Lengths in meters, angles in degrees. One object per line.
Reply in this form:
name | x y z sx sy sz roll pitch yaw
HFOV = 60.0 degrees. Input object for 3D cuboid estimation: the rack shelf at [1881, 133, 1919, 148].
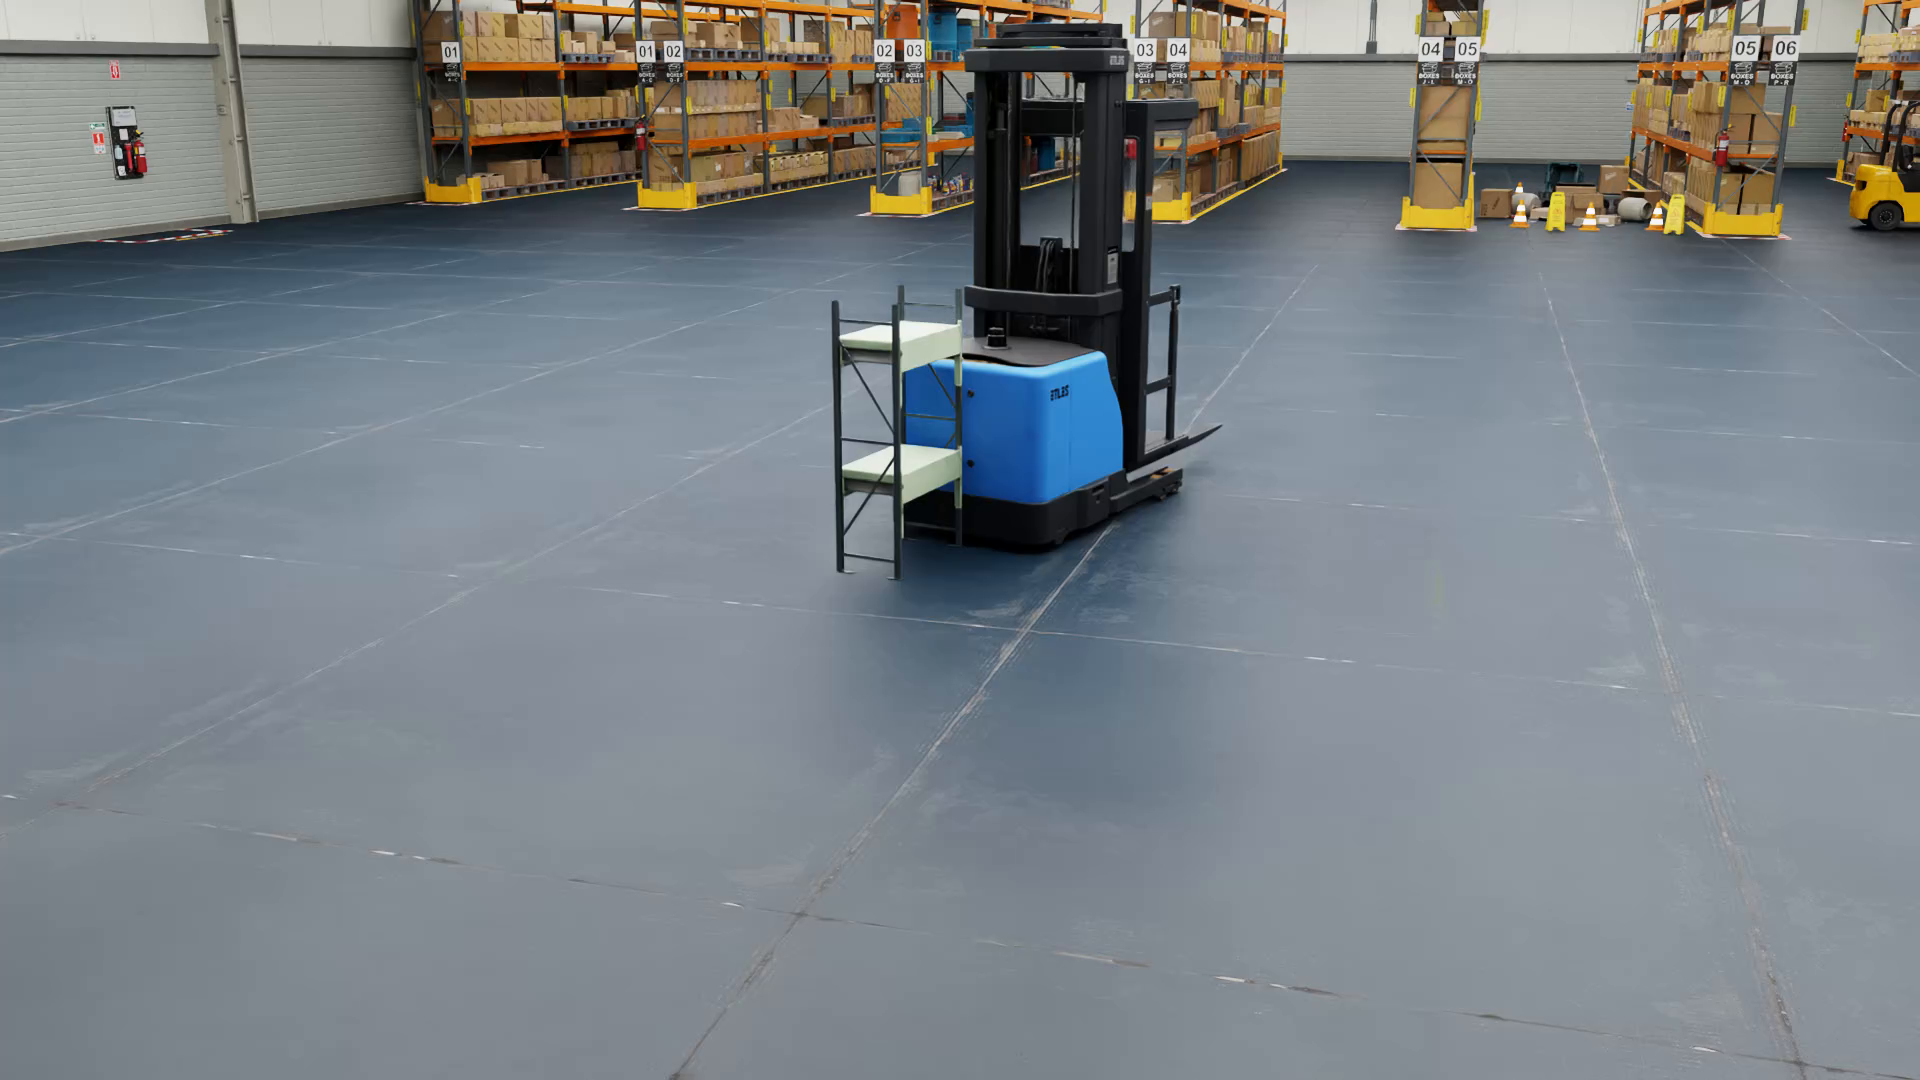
rack shelf | 20.739 -8.476 35.532 1.077 0.370 4.000 5 16 16

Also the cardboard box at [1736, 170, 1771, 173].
cardboard box | 13.782 -6.162 28.953 0.500 0.500 0.500 4 16 14

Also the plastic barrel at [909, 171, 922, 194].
plastic barrel | -0.857 -7.056 33.000 0.421 0.512 0.421 0 16 0

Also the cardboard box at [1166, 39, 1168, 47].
cardboard box | 3.936 -8.975 30.021 0.380 0.149 0.250 5 16 15

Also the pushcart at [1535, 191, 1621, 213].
pushcart | 12.074 -6.538 32.189 1.648 0.377 0.936 -1 16 -3

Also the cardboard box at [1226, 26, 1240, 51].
cardboard box | 5.723 -10.775 35.724 0.500 0.500 0.500 5 17 17

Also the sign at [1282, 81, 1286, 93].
sign | 8.699 -12.169 44.680 0.100 0.325 0.005 5 16 16

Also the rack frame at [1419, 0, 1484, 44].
rack frame | 8.363 -9.833 28.005 1.000 3.000 0.127 5 16 16

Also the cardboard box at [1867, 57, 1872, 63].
cardboard box | 21.755 -11.386 39.437 0.380 0.149 0.250 5 16 16

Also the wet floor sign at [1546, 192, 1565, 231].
wet floor sign | 10.253 -5.653 28.577 0.267 0.644 0.232 2 16 6

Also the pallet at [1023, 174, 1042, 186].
pallet | 1.345 -8.703 40.126 1.003 0.211 1.213 5 16 16

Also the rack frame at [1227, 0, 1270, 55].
rack frame | 7.046 -13.384 40.523 1.000 3.000 0.127 5 16 16

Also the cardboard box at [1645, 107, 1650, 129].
cardboard box | 16.434 -9.918 39.117 0.500 0.500 0.500 5 17 16

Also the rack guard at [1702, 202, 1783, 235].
rack guard | 13.159 -5.407 27.975 1.175 0.500 0.348 5 16 16

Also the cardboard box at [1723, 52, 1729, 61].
cardboard box | 13.010 -8.094 27.833 0.380 0.149 0.250 5 17 16

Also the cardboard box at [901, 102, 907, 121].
cardboard box | -1.758 -11.692 45.370 0.500 0.500 0.500 5 16 16

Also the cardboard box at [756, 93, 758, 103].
cardboard box | -6.396 -12.515 47.906 0.980 0.700 0.700 4 16 15

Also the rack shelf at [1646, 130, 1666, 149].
rack shelf | 15.979 -8.860 36.886 1.077 0.370 4.000 5 16 16

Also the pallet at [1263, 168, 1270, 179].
pallet | 7.337 -9.349 42.402 1.003 0.211 1.213 5 16 16

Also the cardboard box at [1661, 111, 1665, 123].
cardboard box | 15.447 -9.132 35.885 0.500 0.250 0.500 4 16 14

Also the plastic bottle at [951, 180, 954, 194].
plastic bottle | -0.173 -7.207 33.935 0.097 0.271 0.097 0 16 0

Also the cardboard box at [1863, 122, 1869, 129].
cardboard box | 21.619 -9.802 39.351 0.380 0.149 0.250 5 17 17

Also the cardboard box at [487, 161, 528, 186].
cardboard box | -9.910 -8.031 36.420 0.700 0.500 0.500 4 16 12

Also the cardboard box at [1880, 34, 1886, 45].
cardboard box | 21.508 -11.516 38.248 0.500 0.250 0.500 5 17 17

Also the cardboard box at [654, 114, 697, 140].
cardboard box | -5.716 -8.296 33.399 0.700 0.500 0.500 5 16 16

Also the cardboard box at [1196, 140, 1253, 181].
cardboard box | 6.125 -8.810 38.516 1.225 0.875 0.875 4 16 13

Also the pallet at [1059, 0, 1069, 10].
pallet | 2.092 -13.265 41.186 1.003 0.211 1.213 5 16 16

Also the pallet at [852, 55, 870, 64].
pallet | -2.995 -12.182 42.130 1.213 0.211 1.003 5 16 16

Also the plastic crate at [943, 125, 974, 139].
plastic crate | -0.030 -8.406 34.242 0.499 0.251 0.616 5 16 16

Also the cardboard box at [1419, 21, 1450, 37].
cardboard box | 8.234 -8.861 28.851 0.500 0.250 0.500 5 17 17

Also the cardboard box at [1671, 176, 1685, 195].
cardboard box | 14.818 -7.082 33.345 0.950 0.372 0.625 5 17 18

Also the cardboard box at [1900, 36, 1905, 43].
cardboard box | 20.682 -10.878 36.149 0.380 0.149 0.250 4 16 15

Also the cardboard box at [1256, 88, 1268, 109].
cardboard box | 7.427 -11.035 41.591 0.500 0.500 0.500 5 16 16

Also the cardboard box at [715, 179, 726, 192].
cardboard box | -5.214 -7.391 34.660 0.500 0.250 0.500 5 16 16

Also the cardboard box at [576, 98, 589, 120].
cardboard box | -9.132 -10.093 38.926 0.700 0.500 0.500 6 17 22

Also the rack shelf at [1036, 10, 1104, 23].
rack shelf | 2.866 -13.752 43.875 1.077 0.370 4.000 5 16 16

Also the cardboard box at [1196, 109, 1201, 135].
cardboard box | 4.182 -8.088 32.120 0.875 0.500 0.500 5 16 16

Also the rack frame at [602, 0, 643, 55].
rack frame | -8.338 -13.489 40.896 1.000 3.000 0.127 5 16 16

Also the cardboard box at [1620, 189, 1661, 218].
cardboard box | 12.665 -6.260 30.978 0.500 0.500 0.500 -10 19 -32

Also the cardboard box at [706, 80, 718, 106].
cardboard box | -5.414 -9.204 34.222 0.700 0.500 0.500 5 16 16

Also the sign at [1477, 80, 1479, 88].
sign | 13.436 -11.794 43.211 0.100 0.325 0.005 5 16 16

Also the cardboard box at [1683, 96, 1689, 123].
cardboard box | 14.477 -8.432 32.563 0.500 0.500 0.500 5 17 18

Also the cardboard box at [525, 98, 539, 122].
cardboard box | -9.602 -9.445 36.497 0.500 0.500 0.500 4 16 14

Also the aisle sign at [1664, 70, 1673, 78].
aisle sign | 18.002 -12.021 41.949 0.394 0.787 0.004 5 16 16

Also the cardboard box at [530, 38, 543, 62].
cardboard box | -9.537 -10.775 36.604 0.500 0.500 0.500 3 16 11

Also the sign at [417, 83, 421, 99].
sign | -11.138 -9.268 34.305 0.100 0.325 0.005 5 16 16

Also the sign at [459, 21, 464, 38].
sign | -10.091 -10.332 33.659 0.100 0.325 0.005 5 16 16

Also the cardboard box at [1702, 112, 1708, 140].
cardboard box | 13.482 -7.336 29.469 0.500 0.500 0.500 5 17 17

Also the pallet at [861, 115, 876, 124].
pallet | -2.783 -10.974 43.373 1.003 0.211 1.213 5 16 16

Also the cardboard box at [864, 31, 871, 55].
cardboard box | -2.665 -12.882 43.115 0.600 0.600 0.600 3 16 11

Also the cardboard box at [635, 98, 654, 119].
cardboard box | -7.955 -10.911 42.036 0.500 0.500 0.500 5 17 18

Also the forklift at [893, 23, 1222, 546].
forklift | 0.805 -1.728 10.549 1.130 2.935 3.031 10 18 30

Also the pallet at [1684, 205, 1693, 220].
pallet | 14.117 -6.116 31.005 1.003 0.211 1.213 5 16 16

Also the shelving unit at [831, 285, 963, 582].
shelving unit | -0.334 -0.612 9.238 0.431 1.500 0.755 8 18 26

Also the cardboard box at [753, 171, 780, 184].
cardboard box | -4.372 -8.139 37.297 0.500 0.250 0.500 4 16 15
